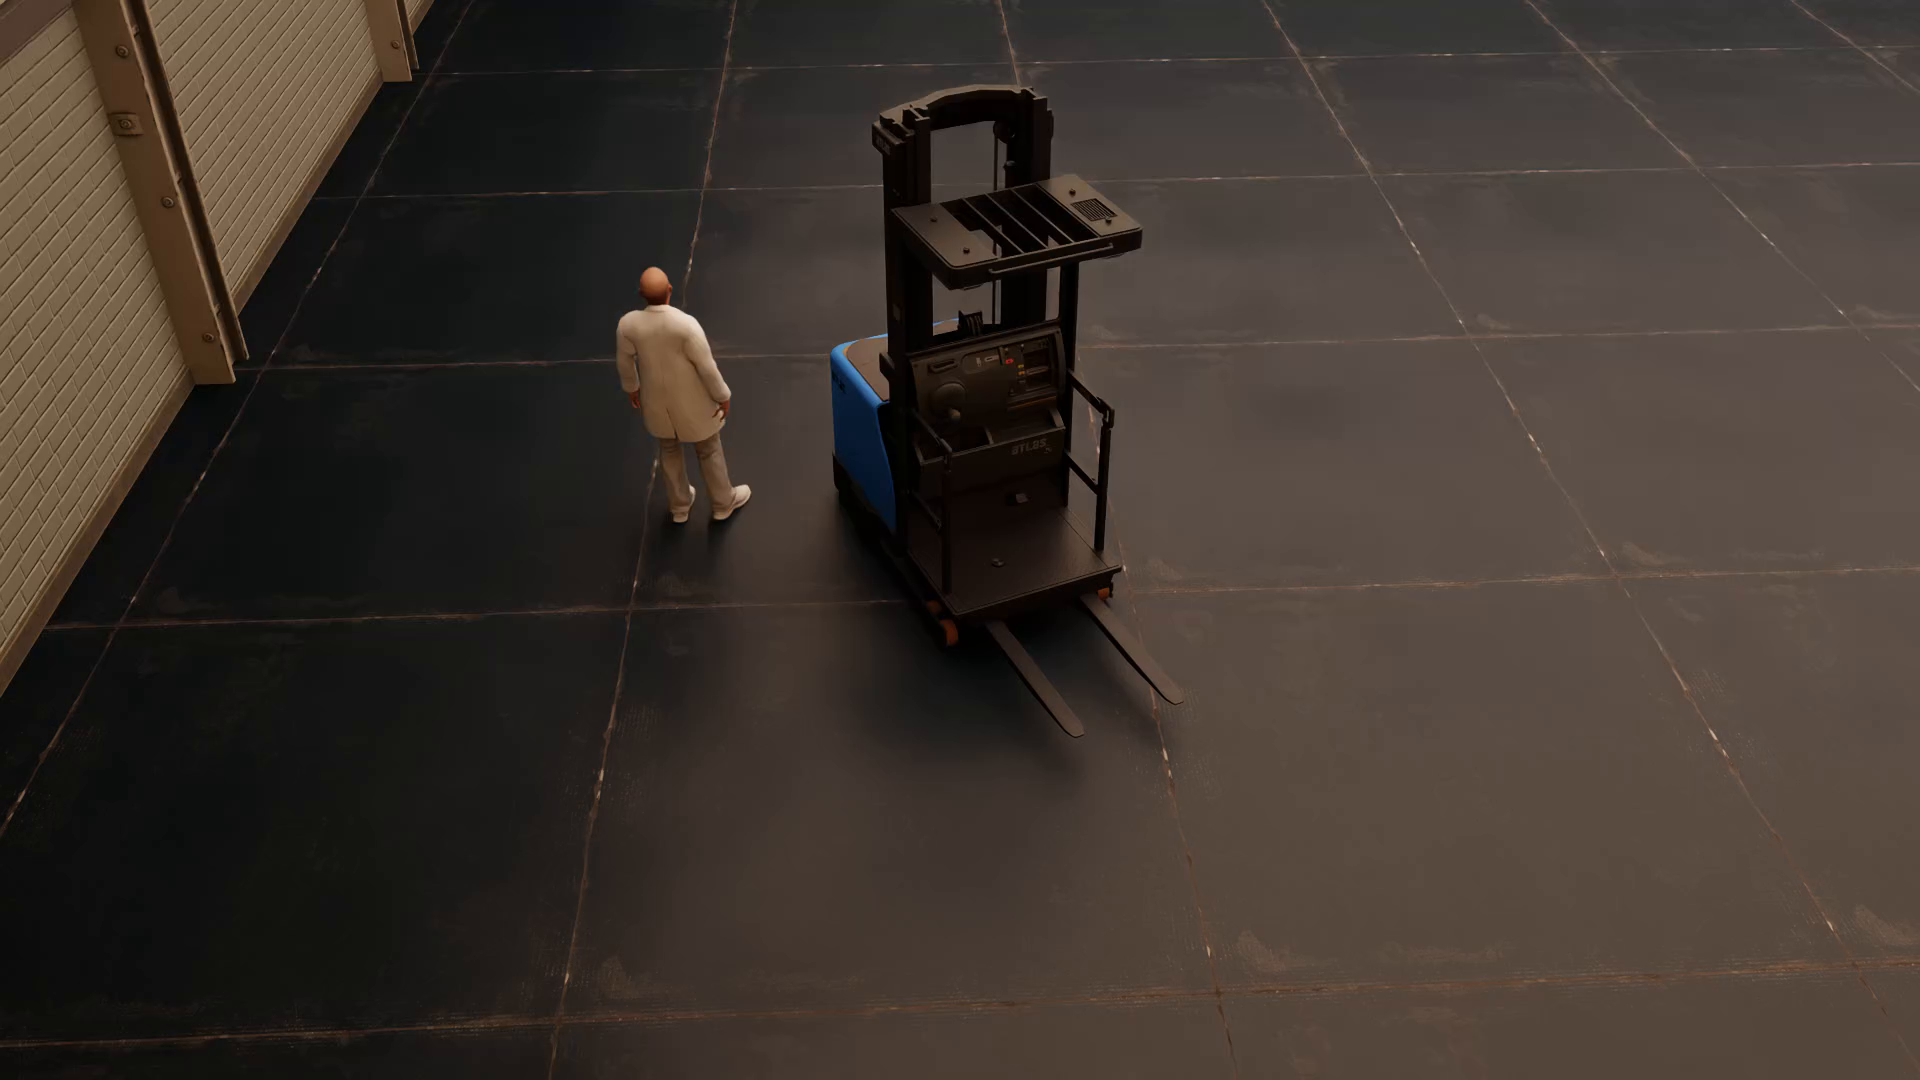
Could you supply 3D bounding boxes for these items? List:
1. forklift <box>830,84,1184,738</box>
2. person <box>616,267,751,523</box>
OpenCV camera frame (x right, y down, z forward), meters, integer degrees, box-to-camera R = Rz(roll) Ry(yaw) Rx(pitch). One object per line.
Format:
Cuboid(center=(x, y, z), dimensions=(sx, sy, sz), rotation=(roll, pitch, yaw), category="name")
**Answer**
Cuboid(center=(0.258, -0.860, 9.192), dimensions=(1.130, 2.935, 3.031), rotation=(-15, 39, -20), category="forklift")
Cuboid(center=(-1.722, -0.918, 10.247), dimensions=(0.713, 1.782, 0.538), rotation=(8, 37, 10), category="person")
